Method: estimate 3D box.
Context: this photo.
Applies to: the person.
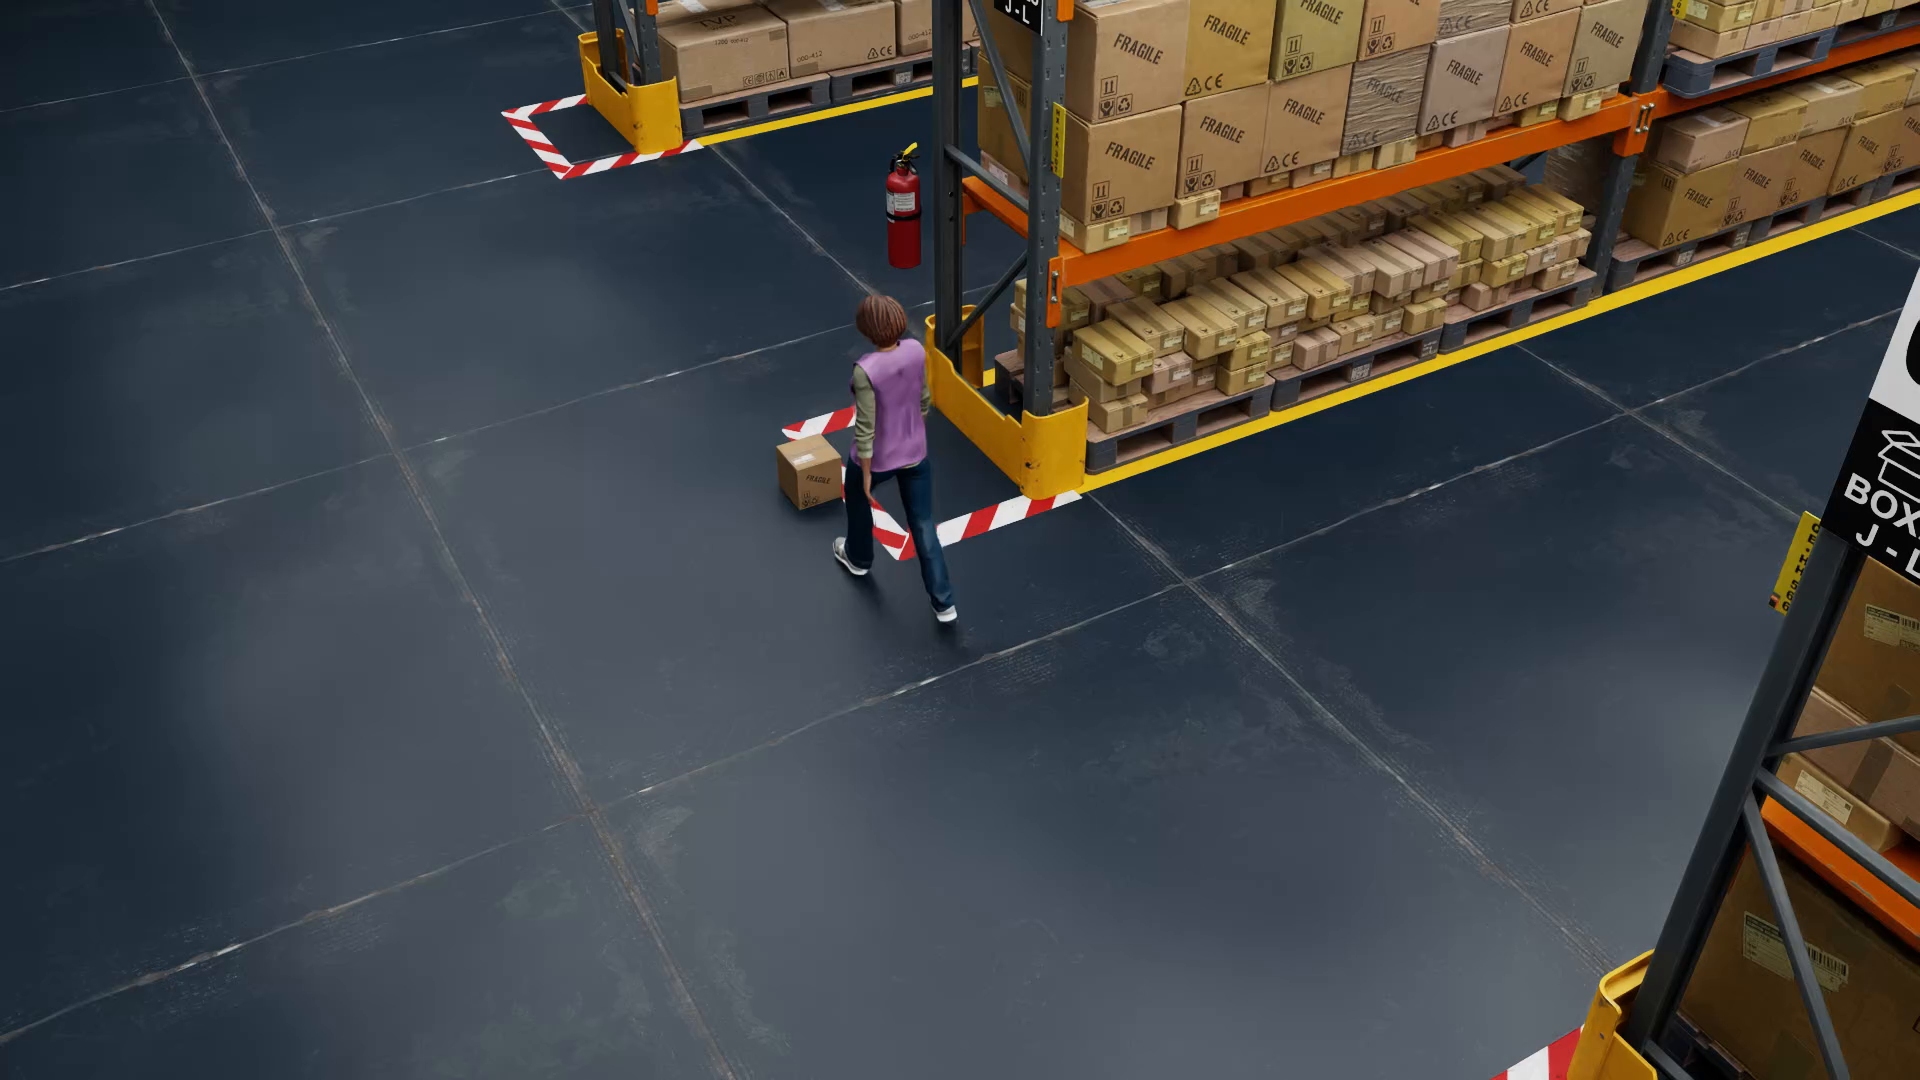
[{"bbox_3d":[-0.294,-0.384,7.443,0.424,1.548,0.880,-19,41,-23],"label":"person"}]
